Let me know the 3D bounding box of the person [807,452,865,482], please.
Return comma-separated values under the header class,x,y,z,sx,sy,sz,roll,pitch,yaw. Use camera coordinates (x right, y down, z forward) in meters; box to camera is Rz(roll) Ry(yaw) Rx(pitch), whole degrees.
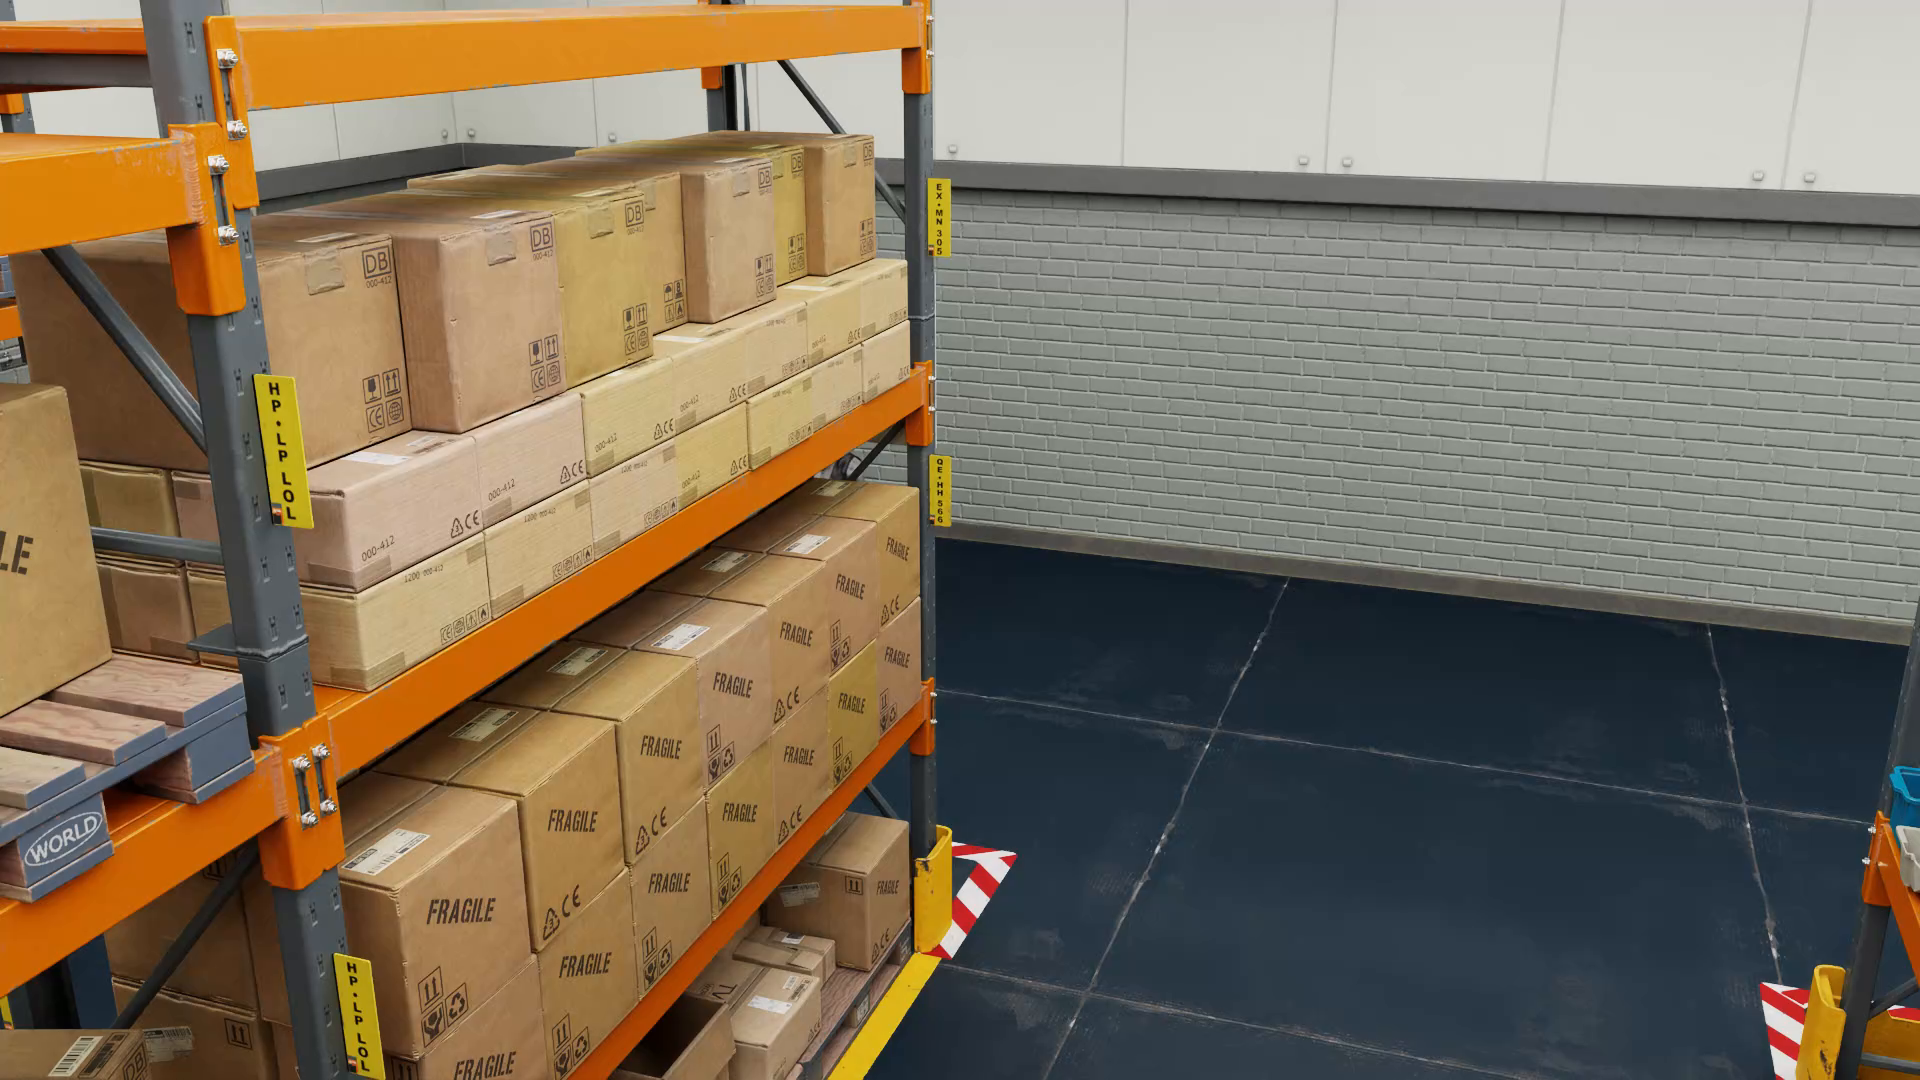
class,x,y,z,sx,sy,sz,roll,pitch,yaw
person,-0.871,0.003,11.088,0.580,1.721,0.420,6,20,18
